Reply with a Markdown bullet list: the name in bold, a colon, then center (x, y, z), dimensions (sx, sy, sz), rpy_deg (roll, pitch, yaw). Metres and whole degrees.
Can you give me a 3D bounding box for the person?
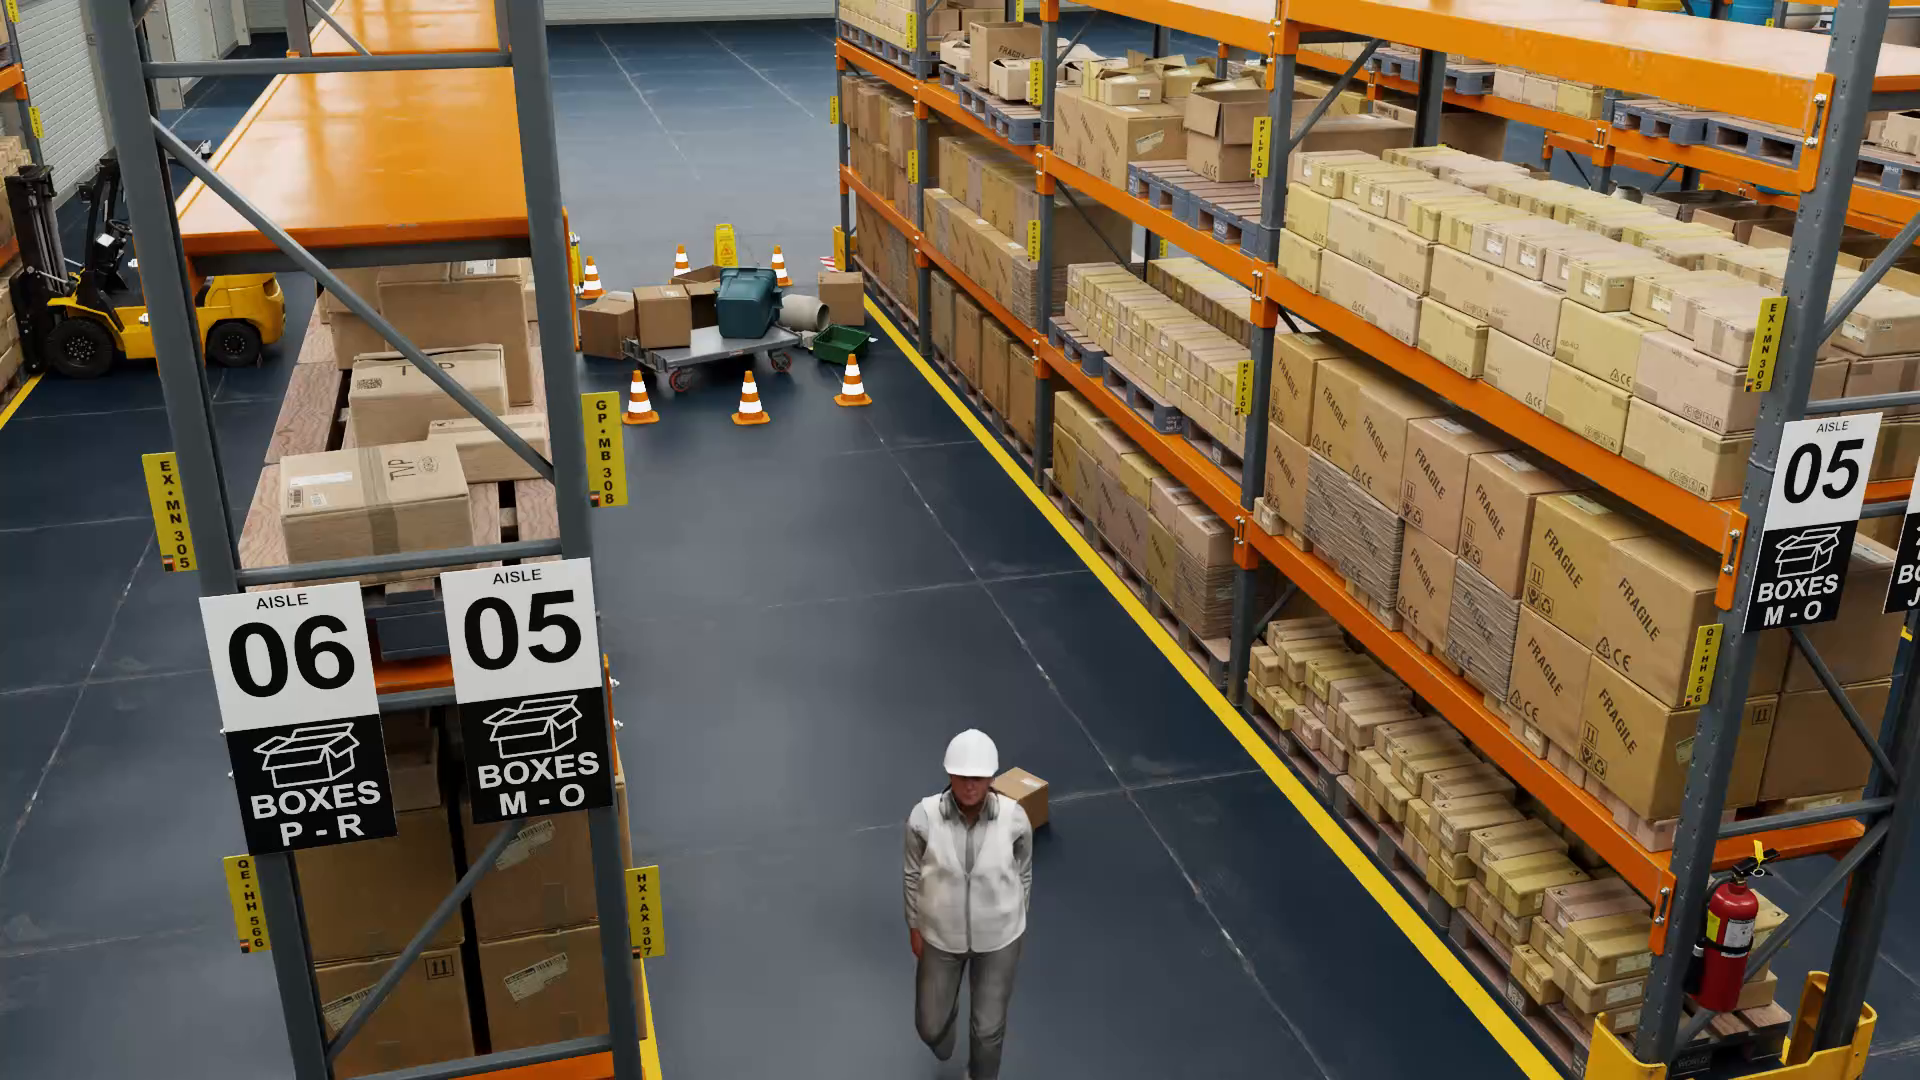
- **person**: center (0.030, 1.575, 6.836), dimensions (0.528, 1.754, 0.606), rpy_deg (0, 23, 1)
